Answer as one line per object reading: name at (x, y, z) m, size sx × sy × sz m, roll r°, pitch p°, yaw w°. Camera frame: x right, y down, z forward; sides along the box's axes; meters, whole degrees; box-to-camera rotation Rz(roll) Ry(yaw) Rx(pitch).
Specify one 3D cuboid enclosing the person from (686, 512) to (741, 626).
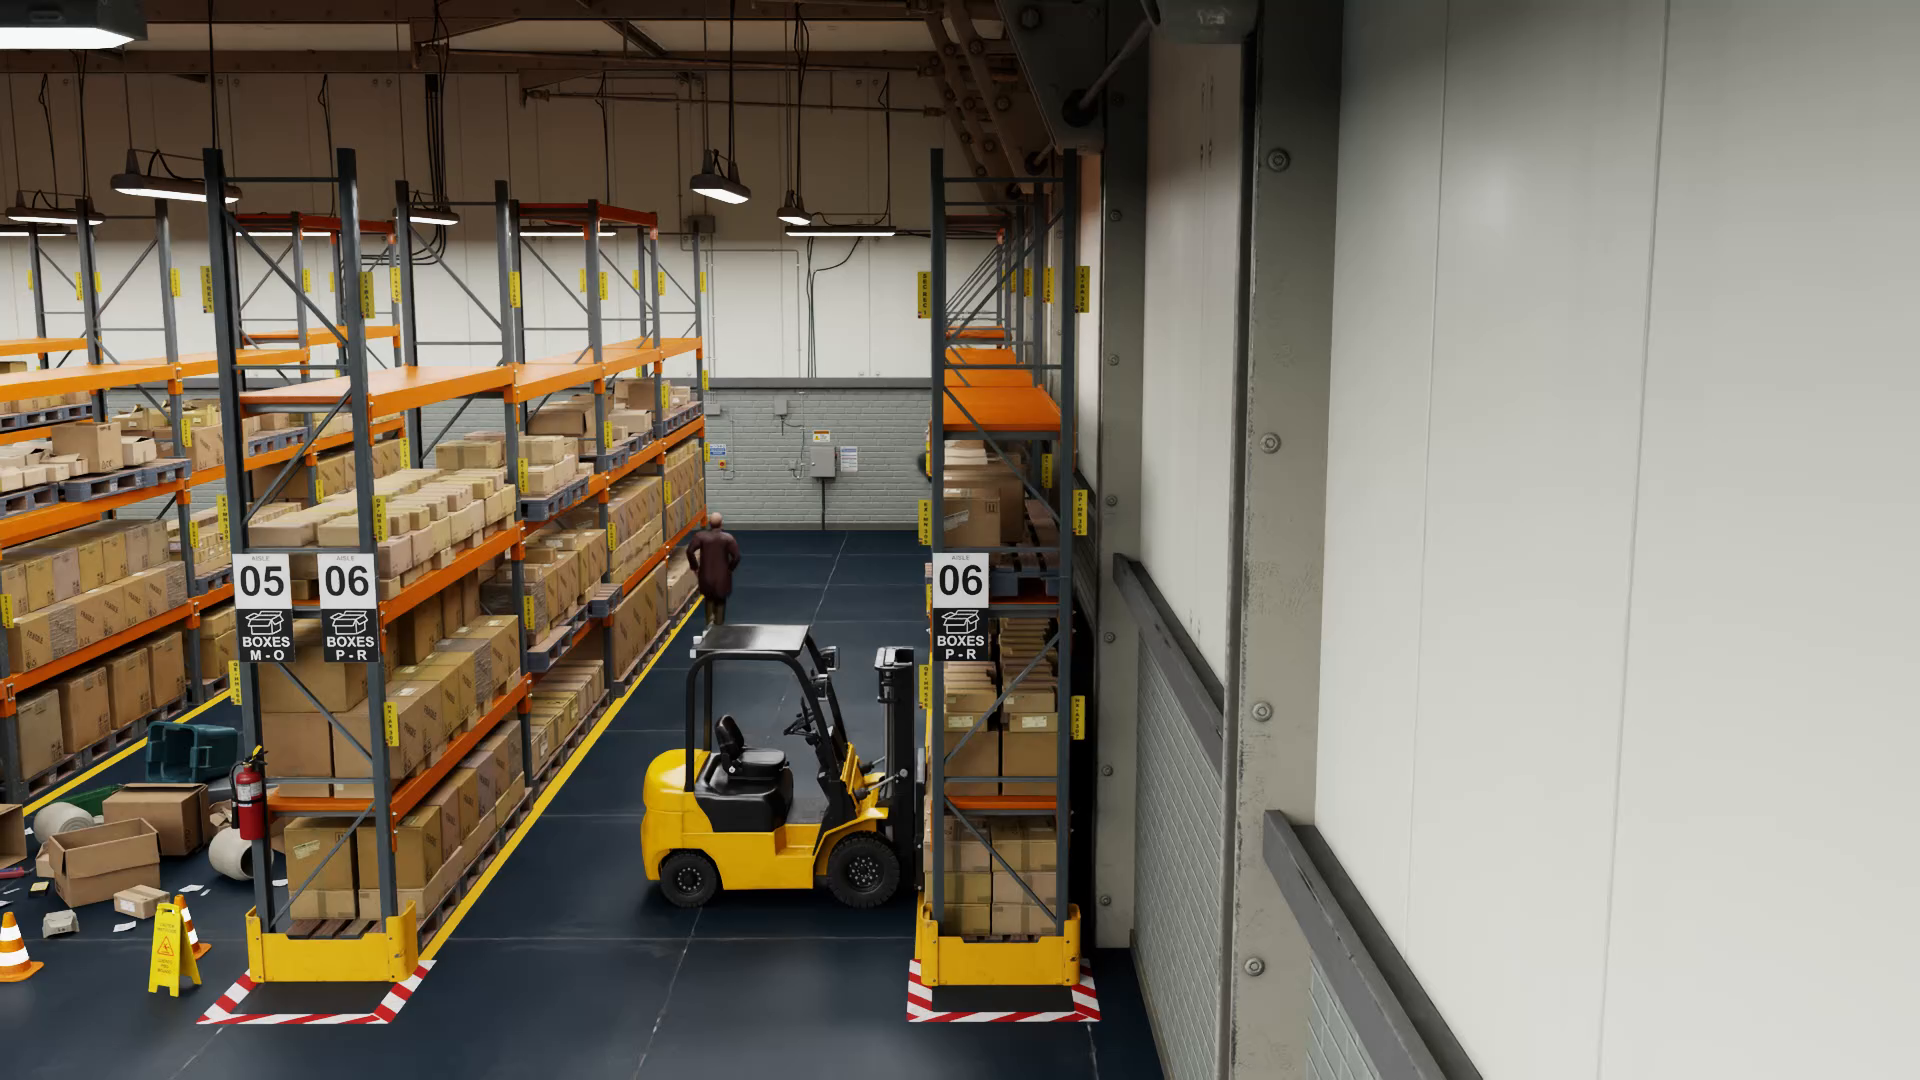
person at (-3.252, 0.494, 22.120) m, size 0.707 × 1.757 × 0.533 m, roll 0°, pitch 9°, yaw 0°
